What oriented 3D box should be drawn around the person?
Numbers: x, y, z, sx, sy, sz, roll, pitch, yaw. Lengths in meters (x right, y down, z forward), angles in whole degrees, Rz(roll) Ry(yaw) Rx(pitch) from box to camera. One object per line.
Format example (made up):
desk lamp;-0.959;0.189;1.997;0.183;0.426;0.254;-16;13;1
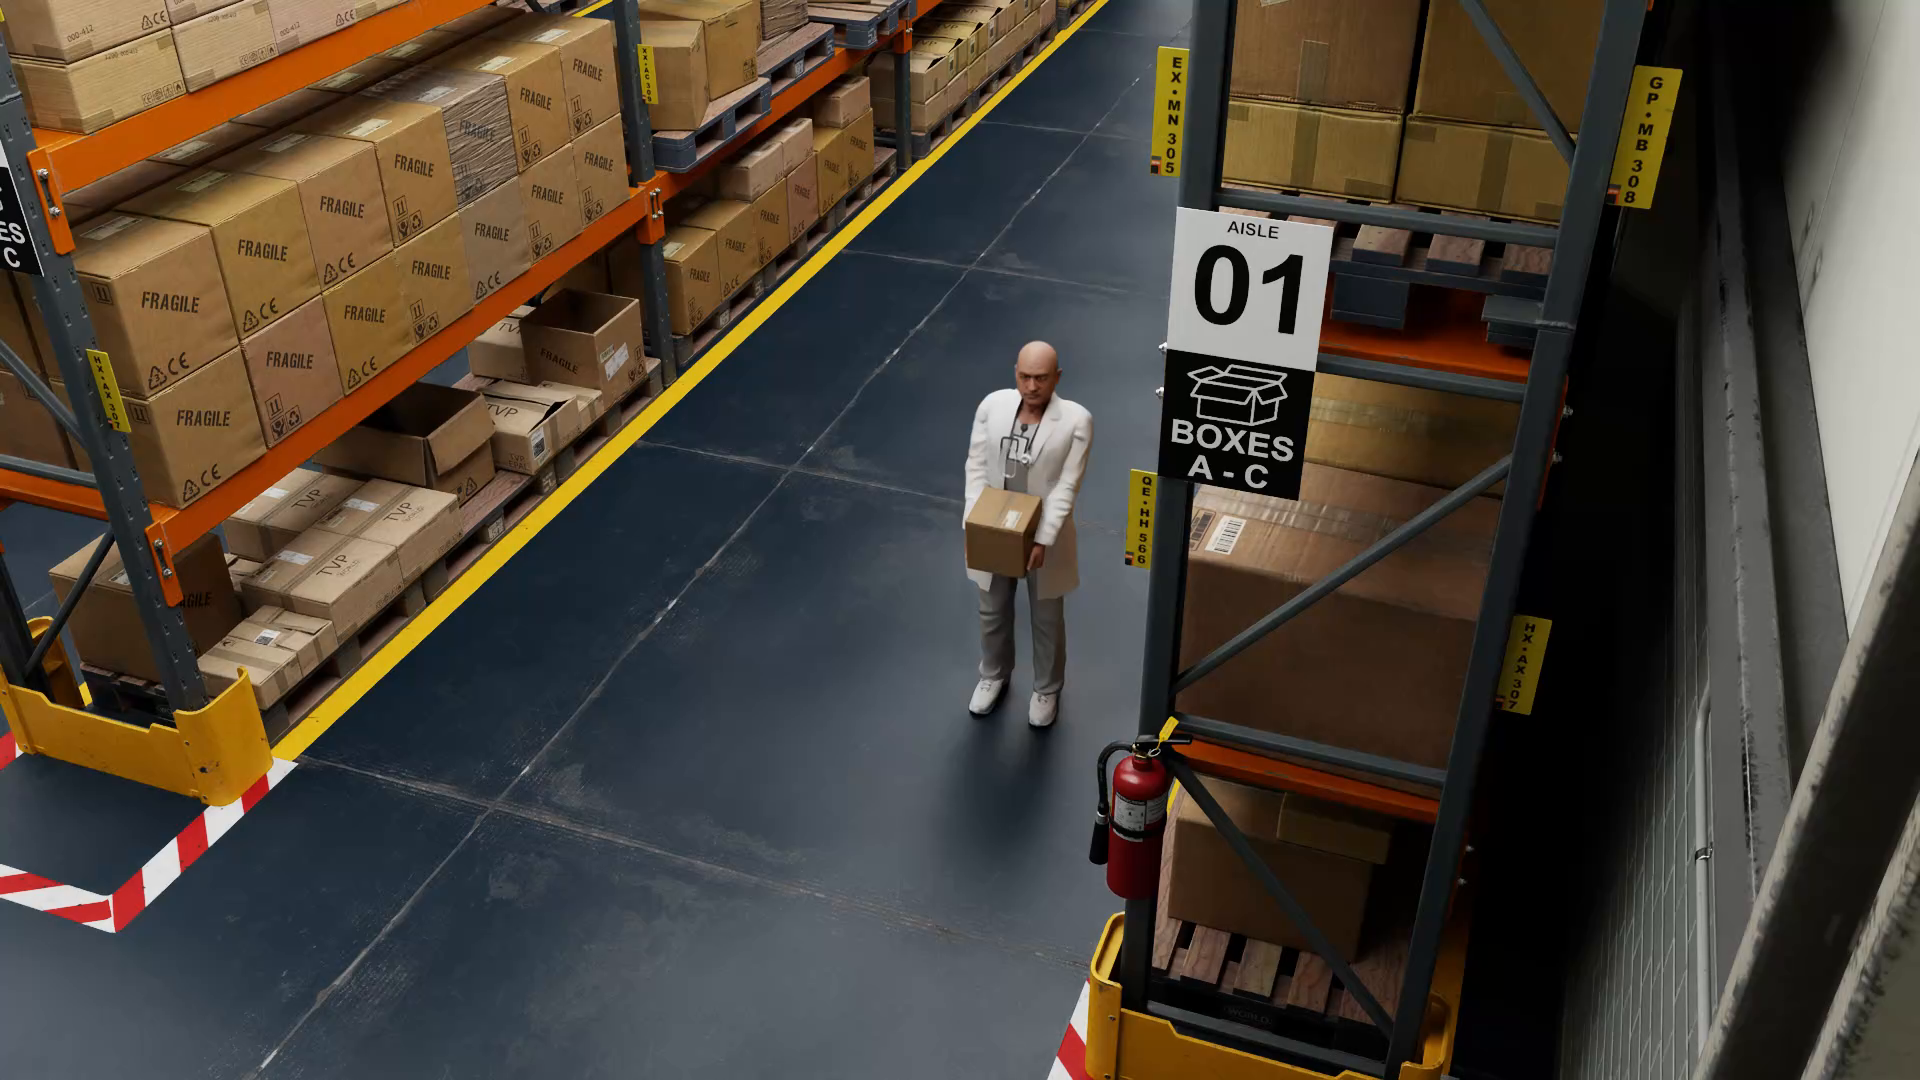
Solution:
person;0.252;0.028;7.114;0.527;1.776;0.545;11;34;17
